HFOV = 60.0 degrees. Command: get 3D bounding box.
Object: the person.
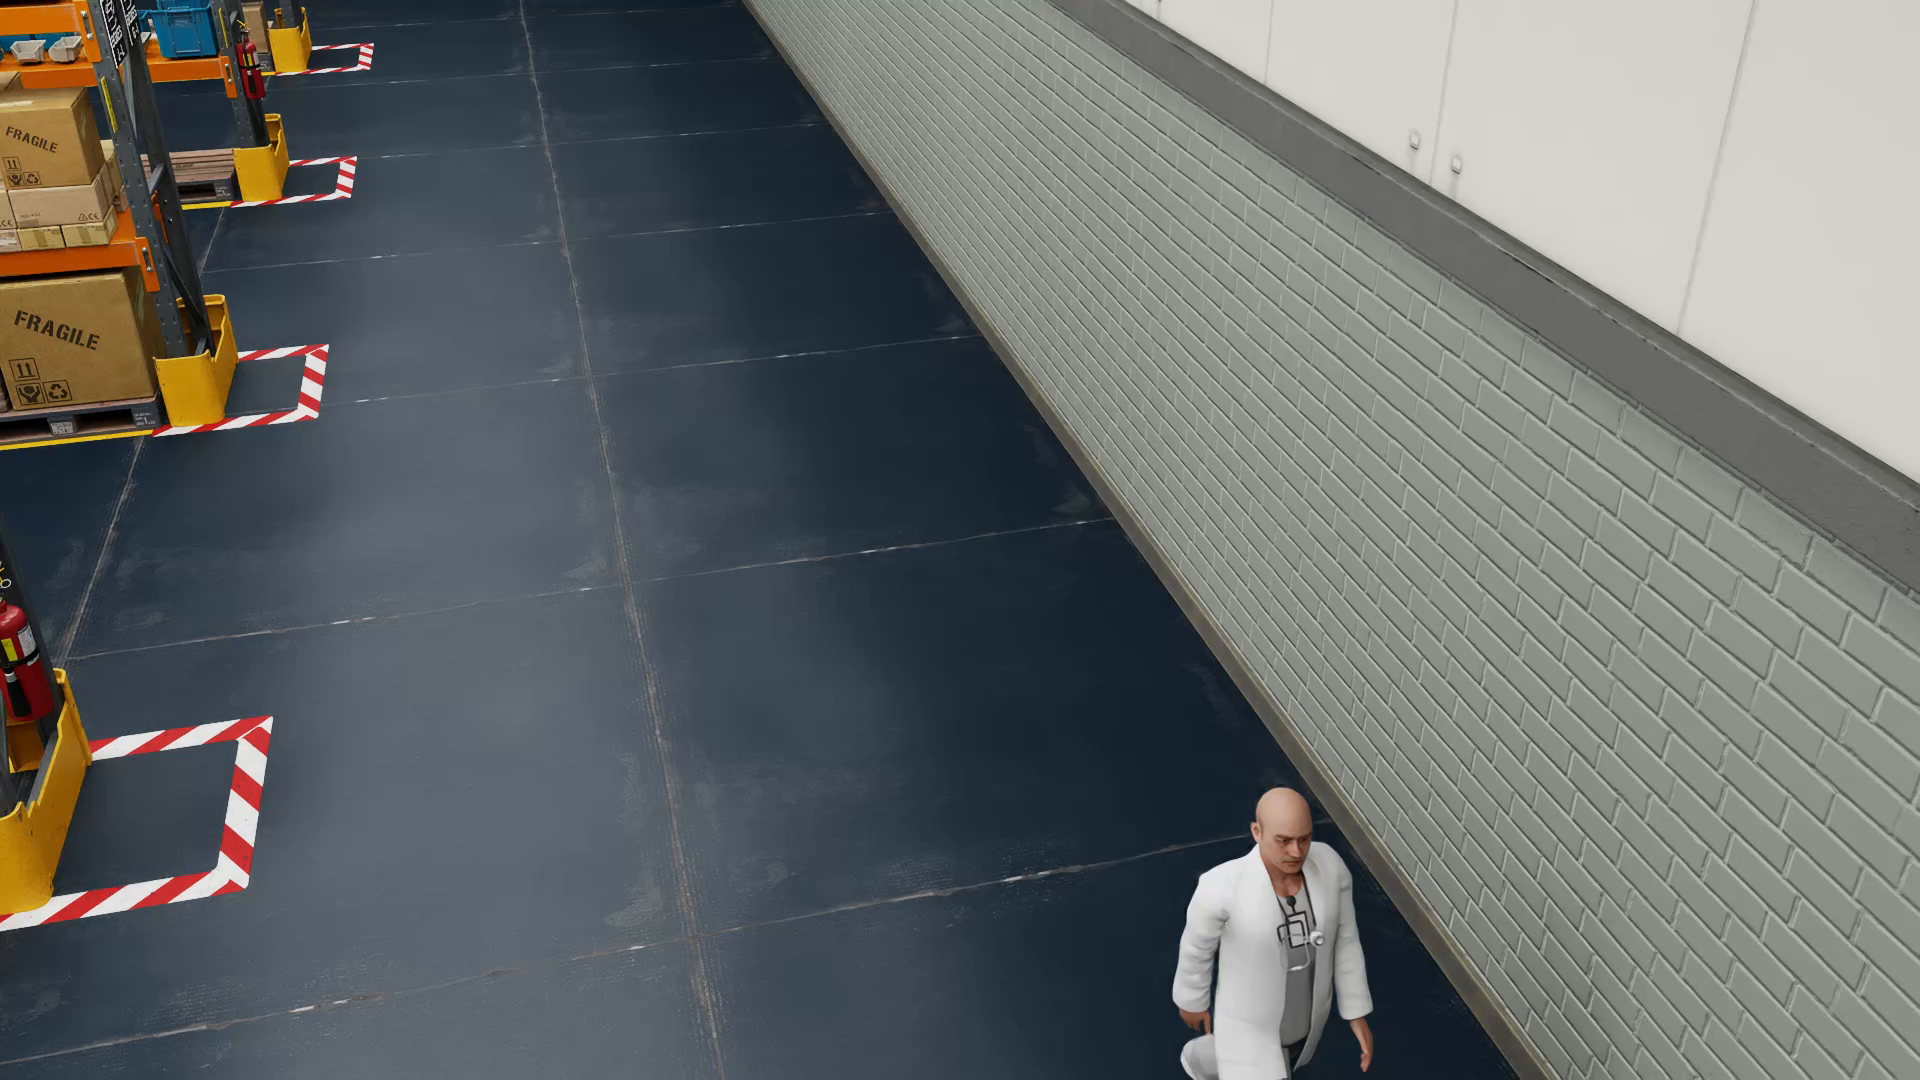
[{"bbox_3d":[1.052,1.571,5.528,0.566,1.730,1.111,-13,32,-21],"label":"person"}]
